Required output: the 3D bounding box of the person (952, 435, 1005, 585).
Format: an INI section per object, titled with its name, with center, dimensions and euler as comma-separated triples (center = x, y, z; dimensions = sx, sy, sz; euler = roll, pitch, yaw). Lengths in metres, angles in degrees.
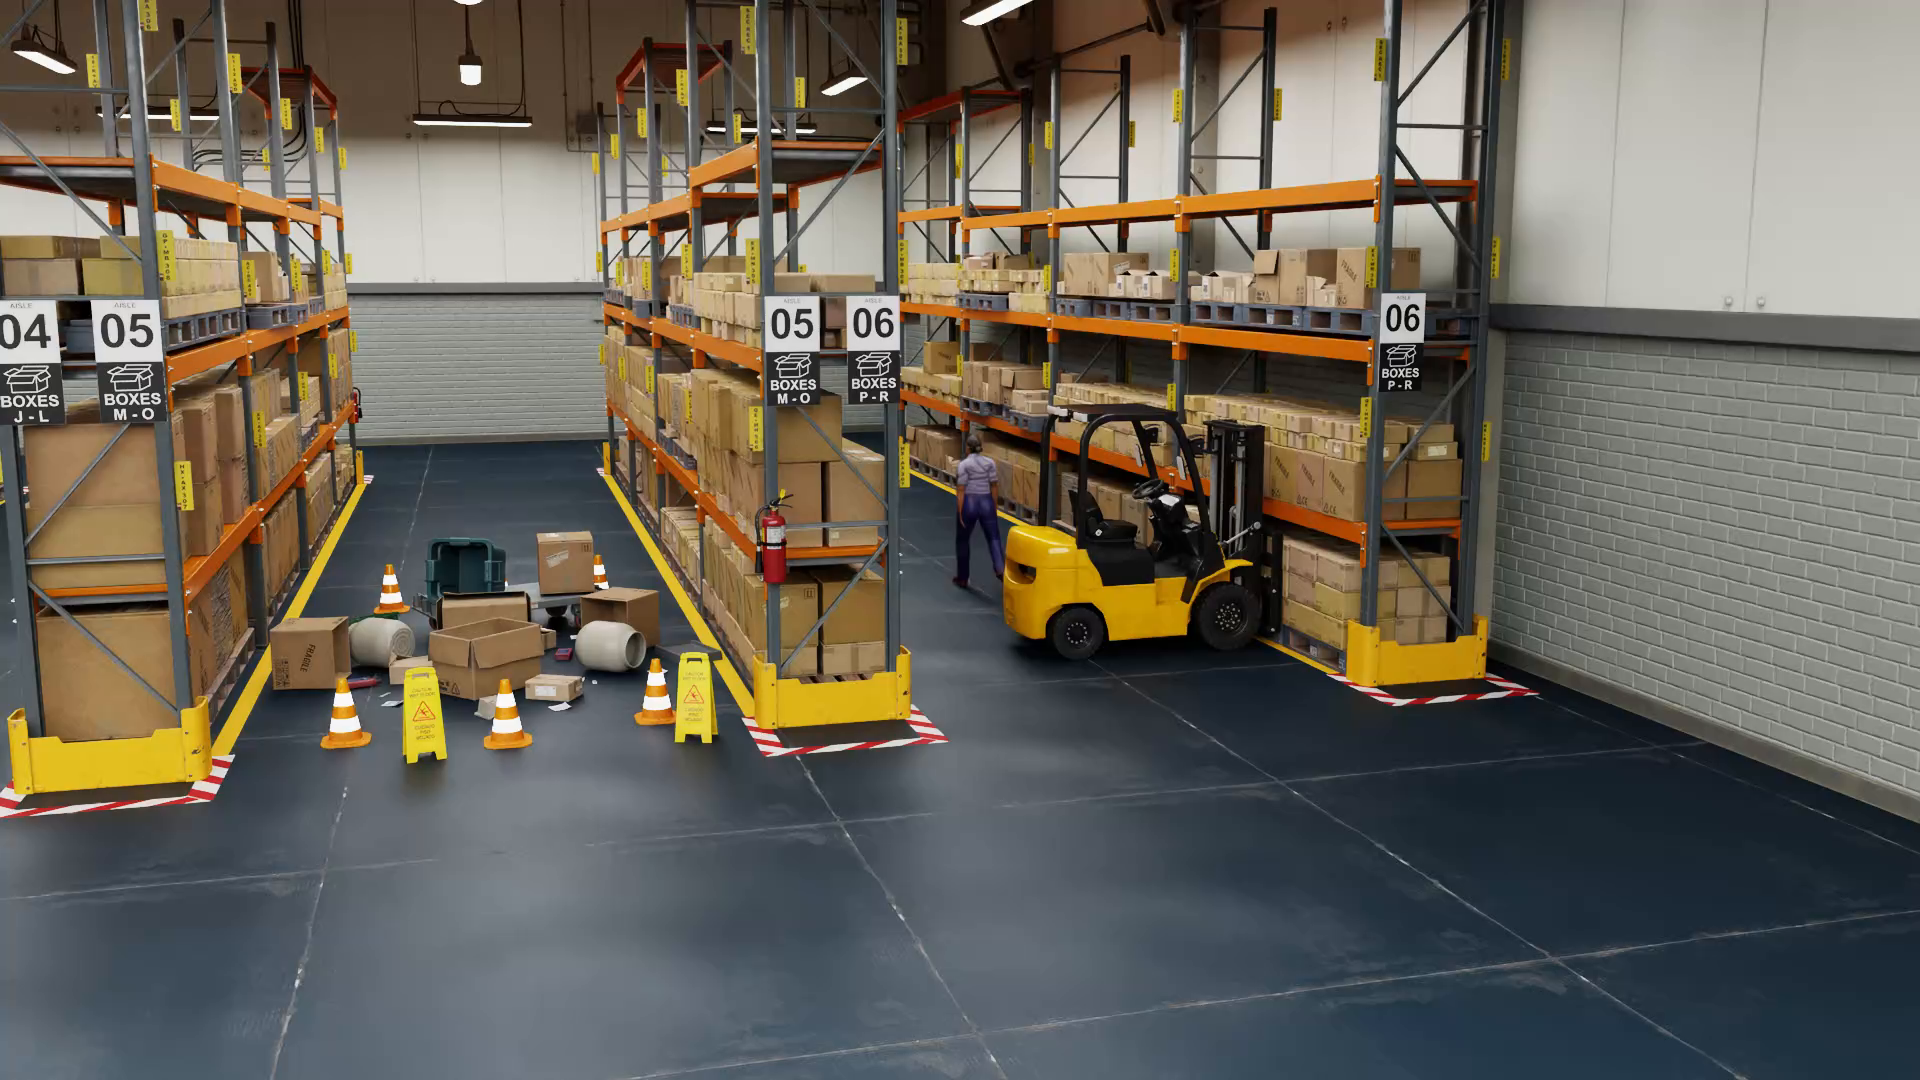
[person]
center = 0.232, -0.300, 17.679
dimensions = 0.552, 1.625, 0.844
euler = -3, 10, -16
